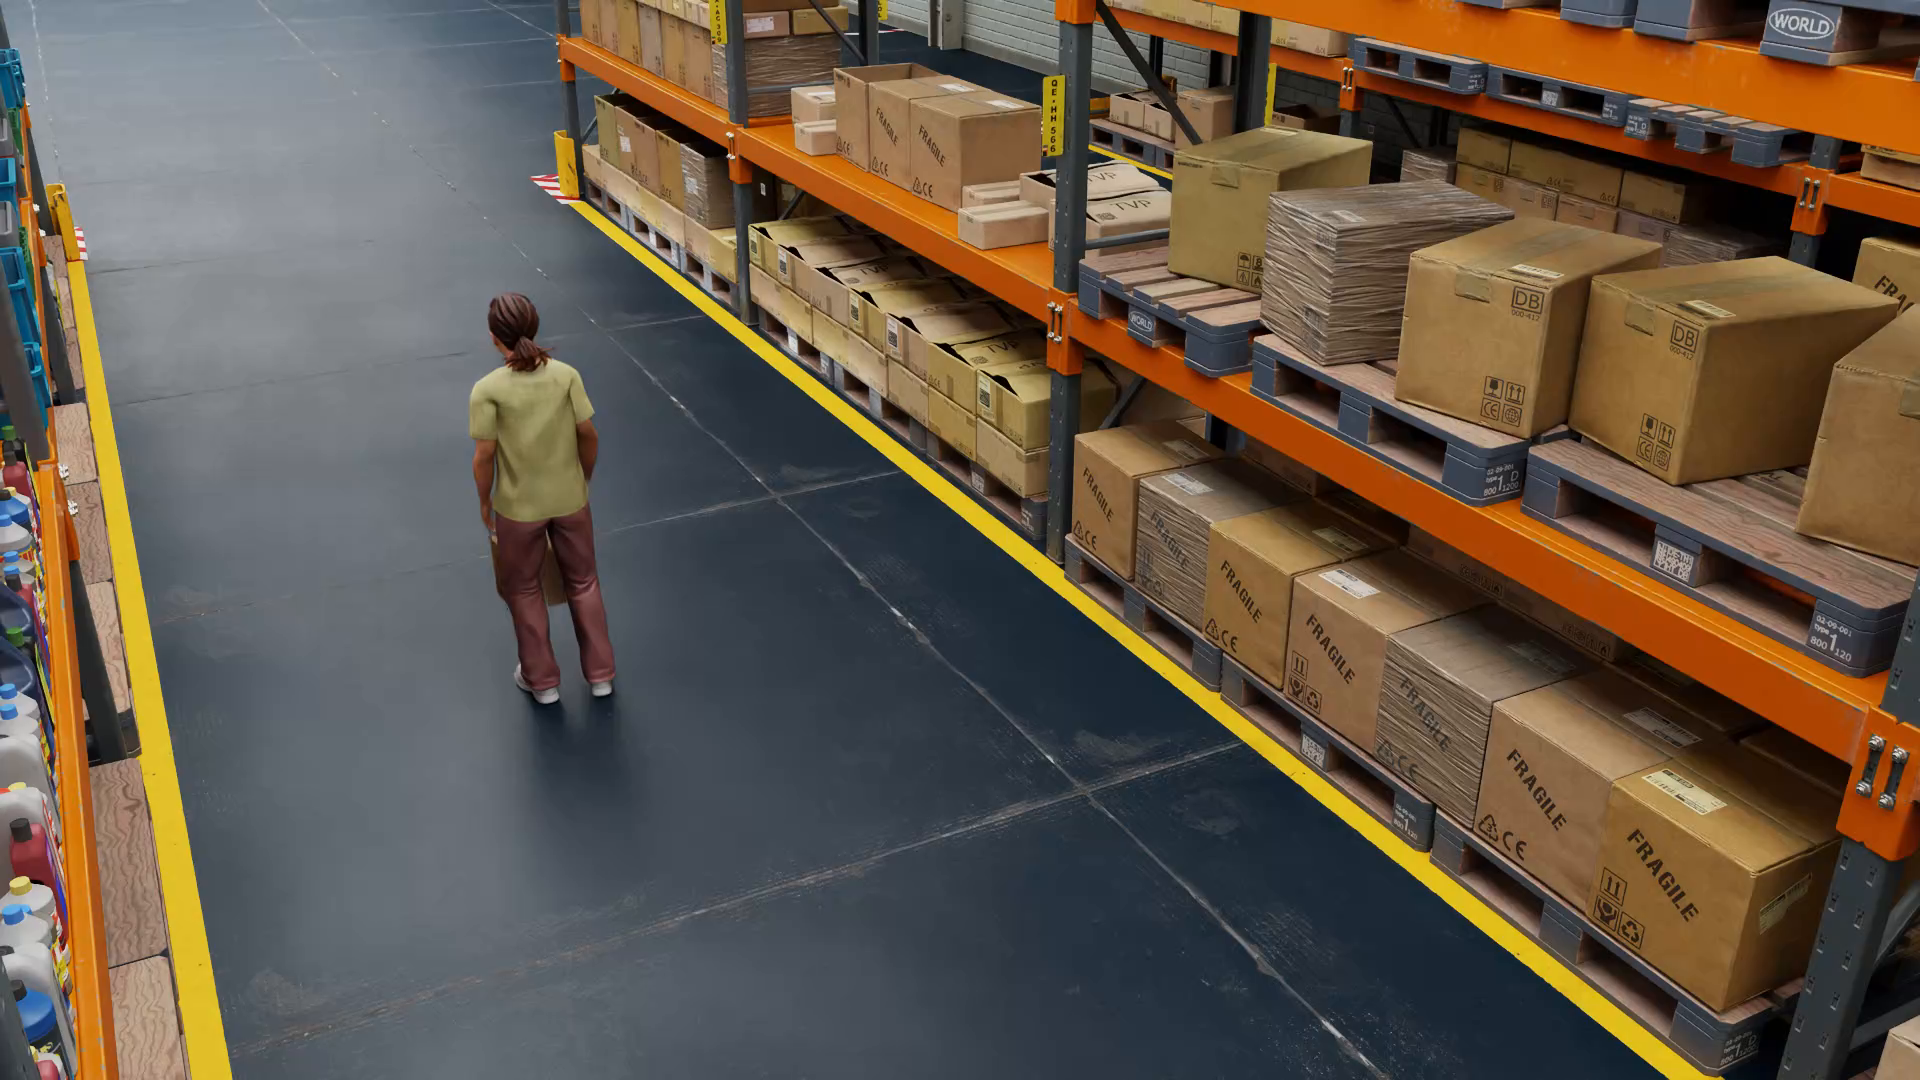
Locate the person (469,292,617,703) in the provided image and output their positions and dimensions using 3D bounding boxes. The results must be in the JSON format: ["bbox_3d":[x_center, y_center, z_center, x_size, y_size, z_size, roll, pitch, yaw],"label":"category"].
[{"bbox_3d":[-1.628,-0.144,6.409,0.484,1.675,0.414,-14,29,-27],"label":"person"}]
